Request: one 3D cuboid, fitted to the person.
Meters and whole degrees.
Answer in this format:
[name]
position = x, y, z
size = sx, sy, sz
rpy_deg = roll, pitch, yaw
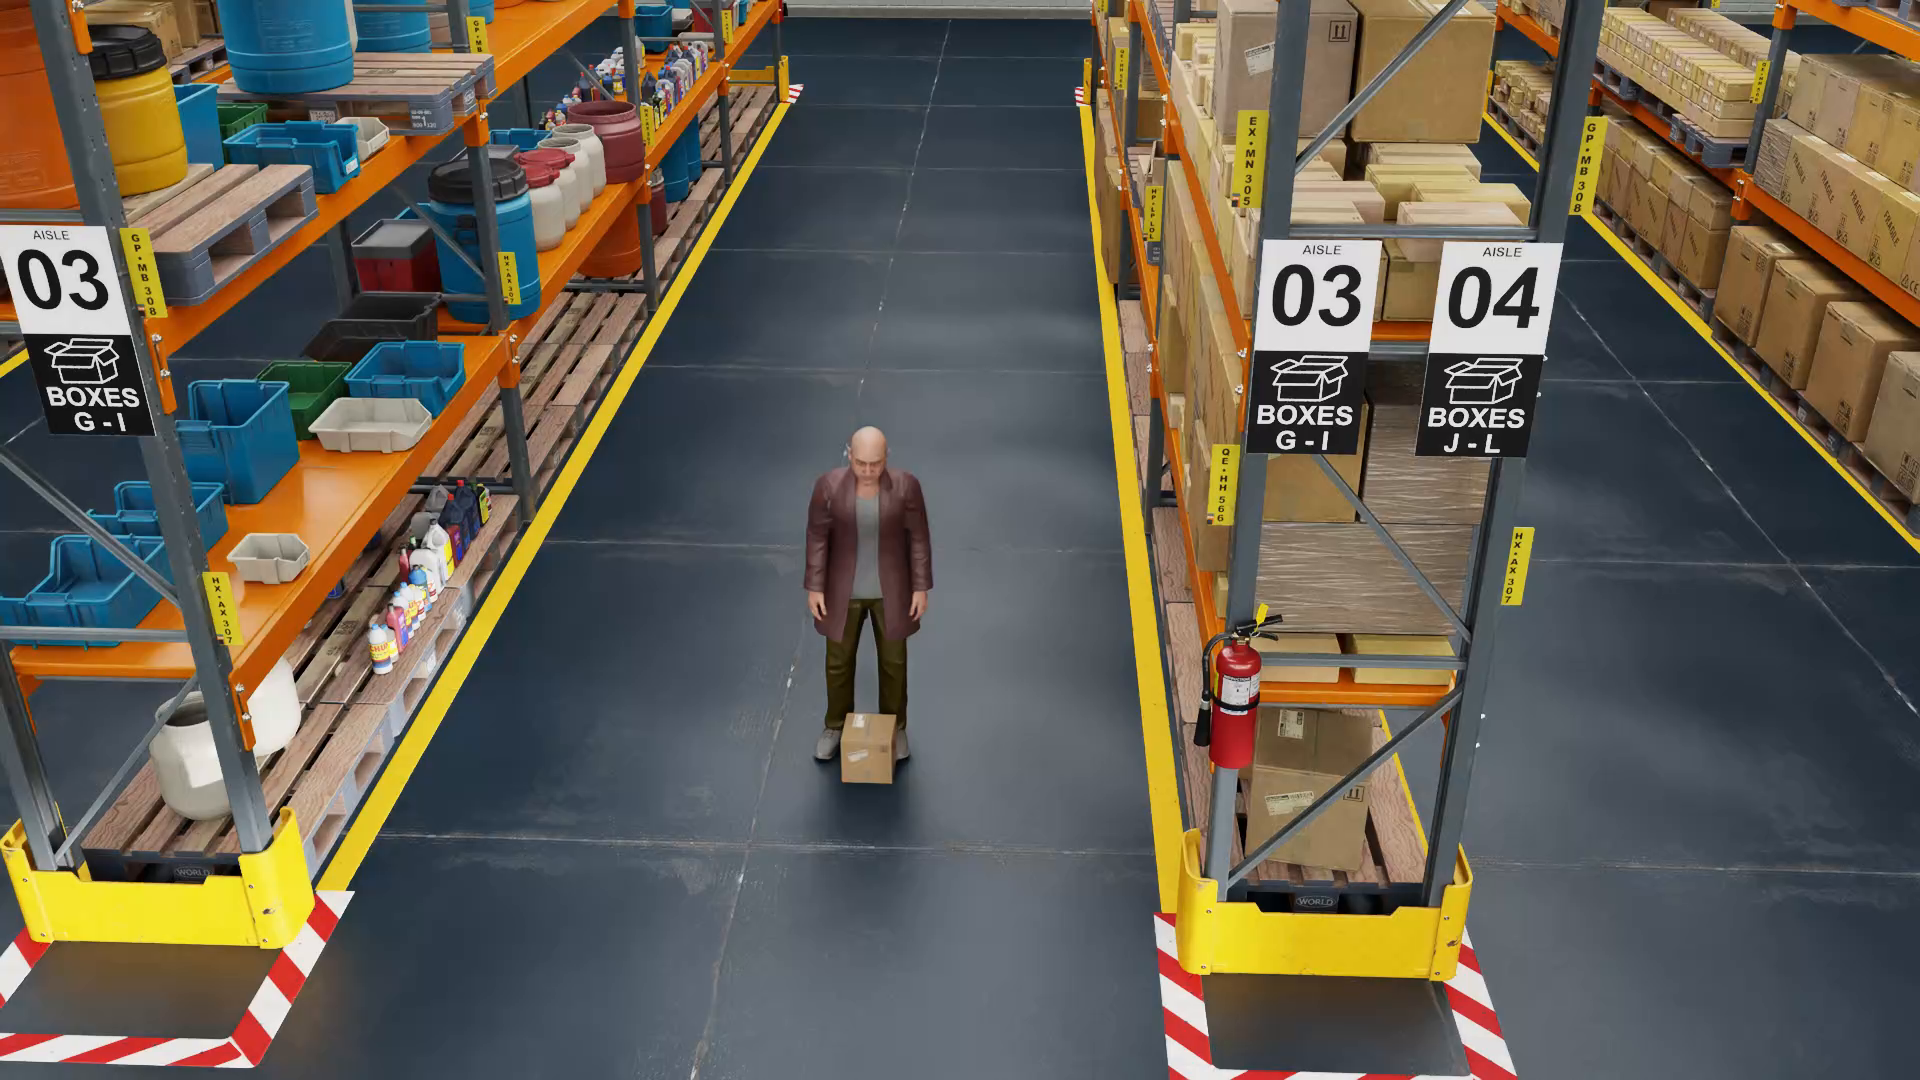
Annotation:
[person]
position = -0.449, 0.248, 8.164
size = 0.638, 1.772, 0.428
rpy_deg = 0, 28, 0
